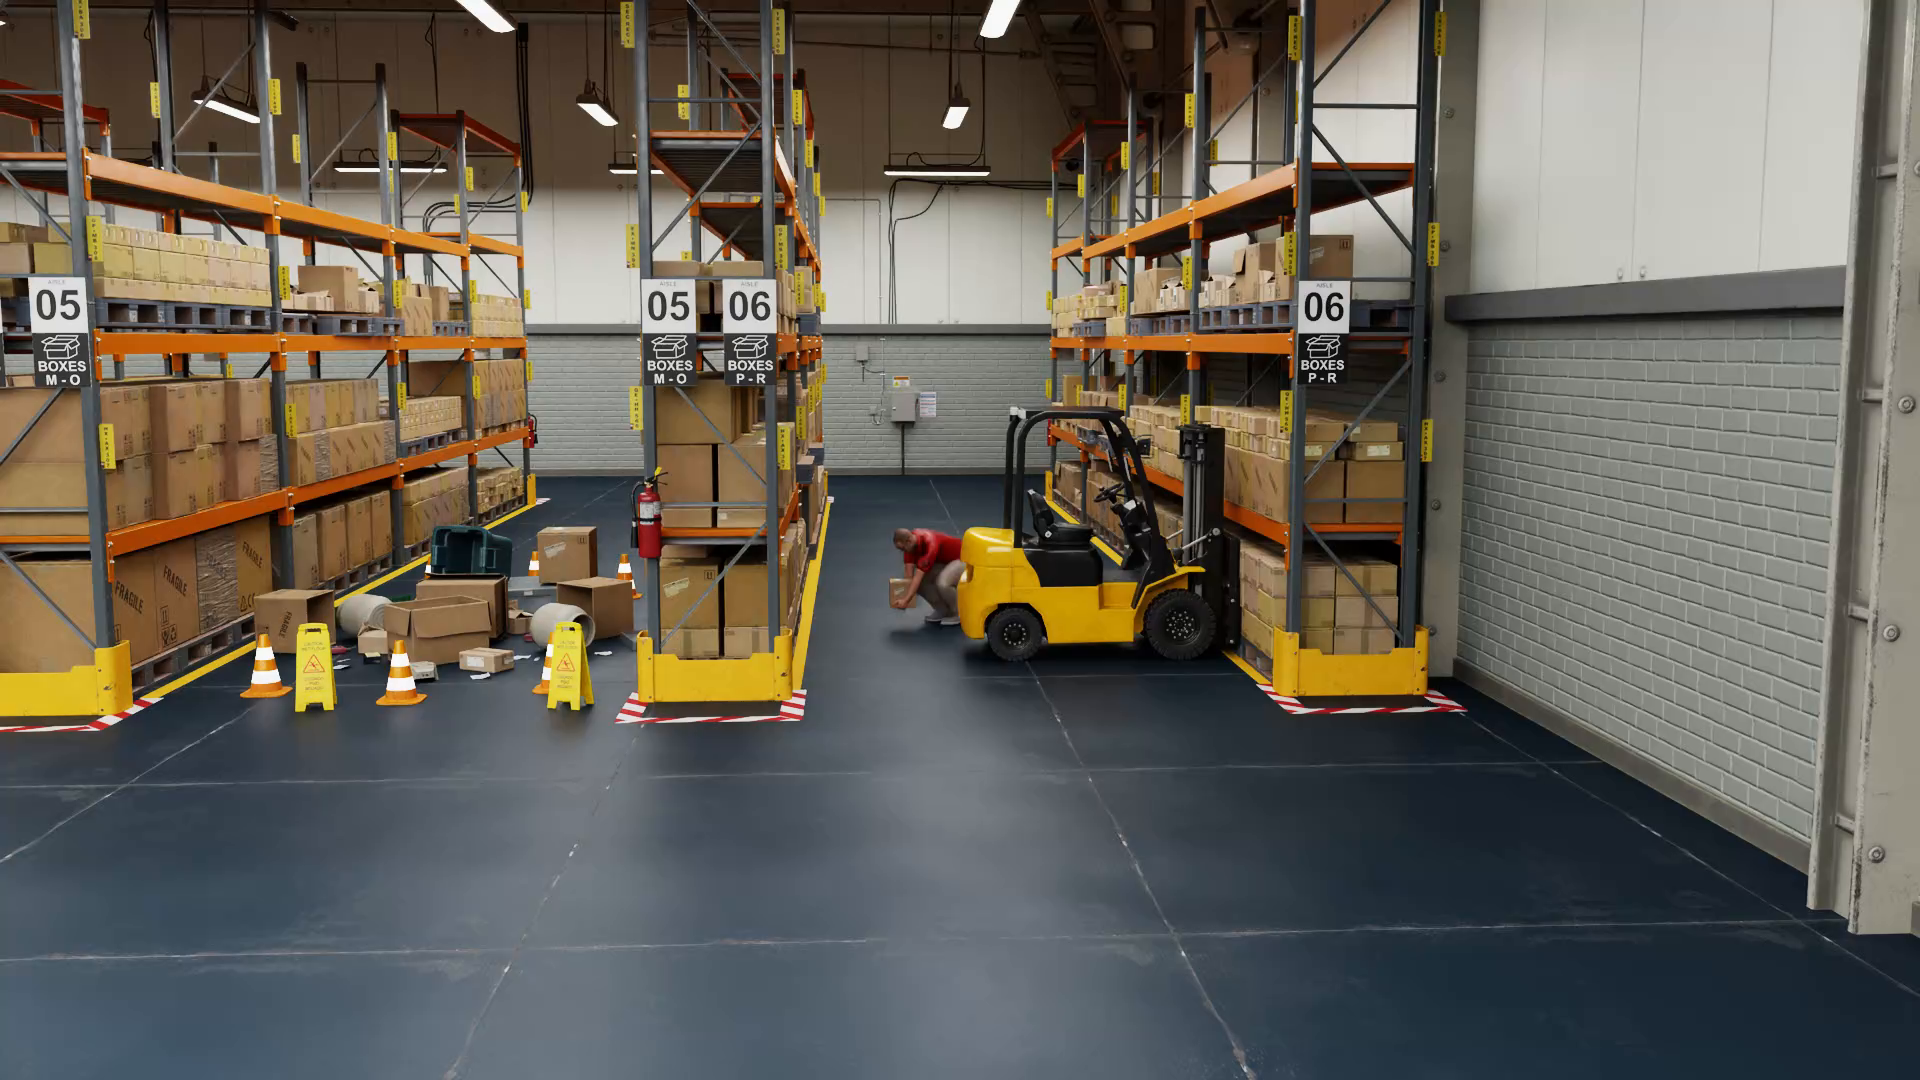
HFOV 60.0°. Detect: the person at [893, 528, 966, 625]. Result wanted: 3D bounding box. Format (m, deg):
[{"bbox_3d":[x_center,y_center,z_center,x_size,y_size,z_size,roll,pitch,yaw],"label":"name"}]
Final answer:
[{"bbox_3d":[-0.271,0.342,16.183,0.965,0.967,0.544,-5,8,-34],"label":"person"}]
